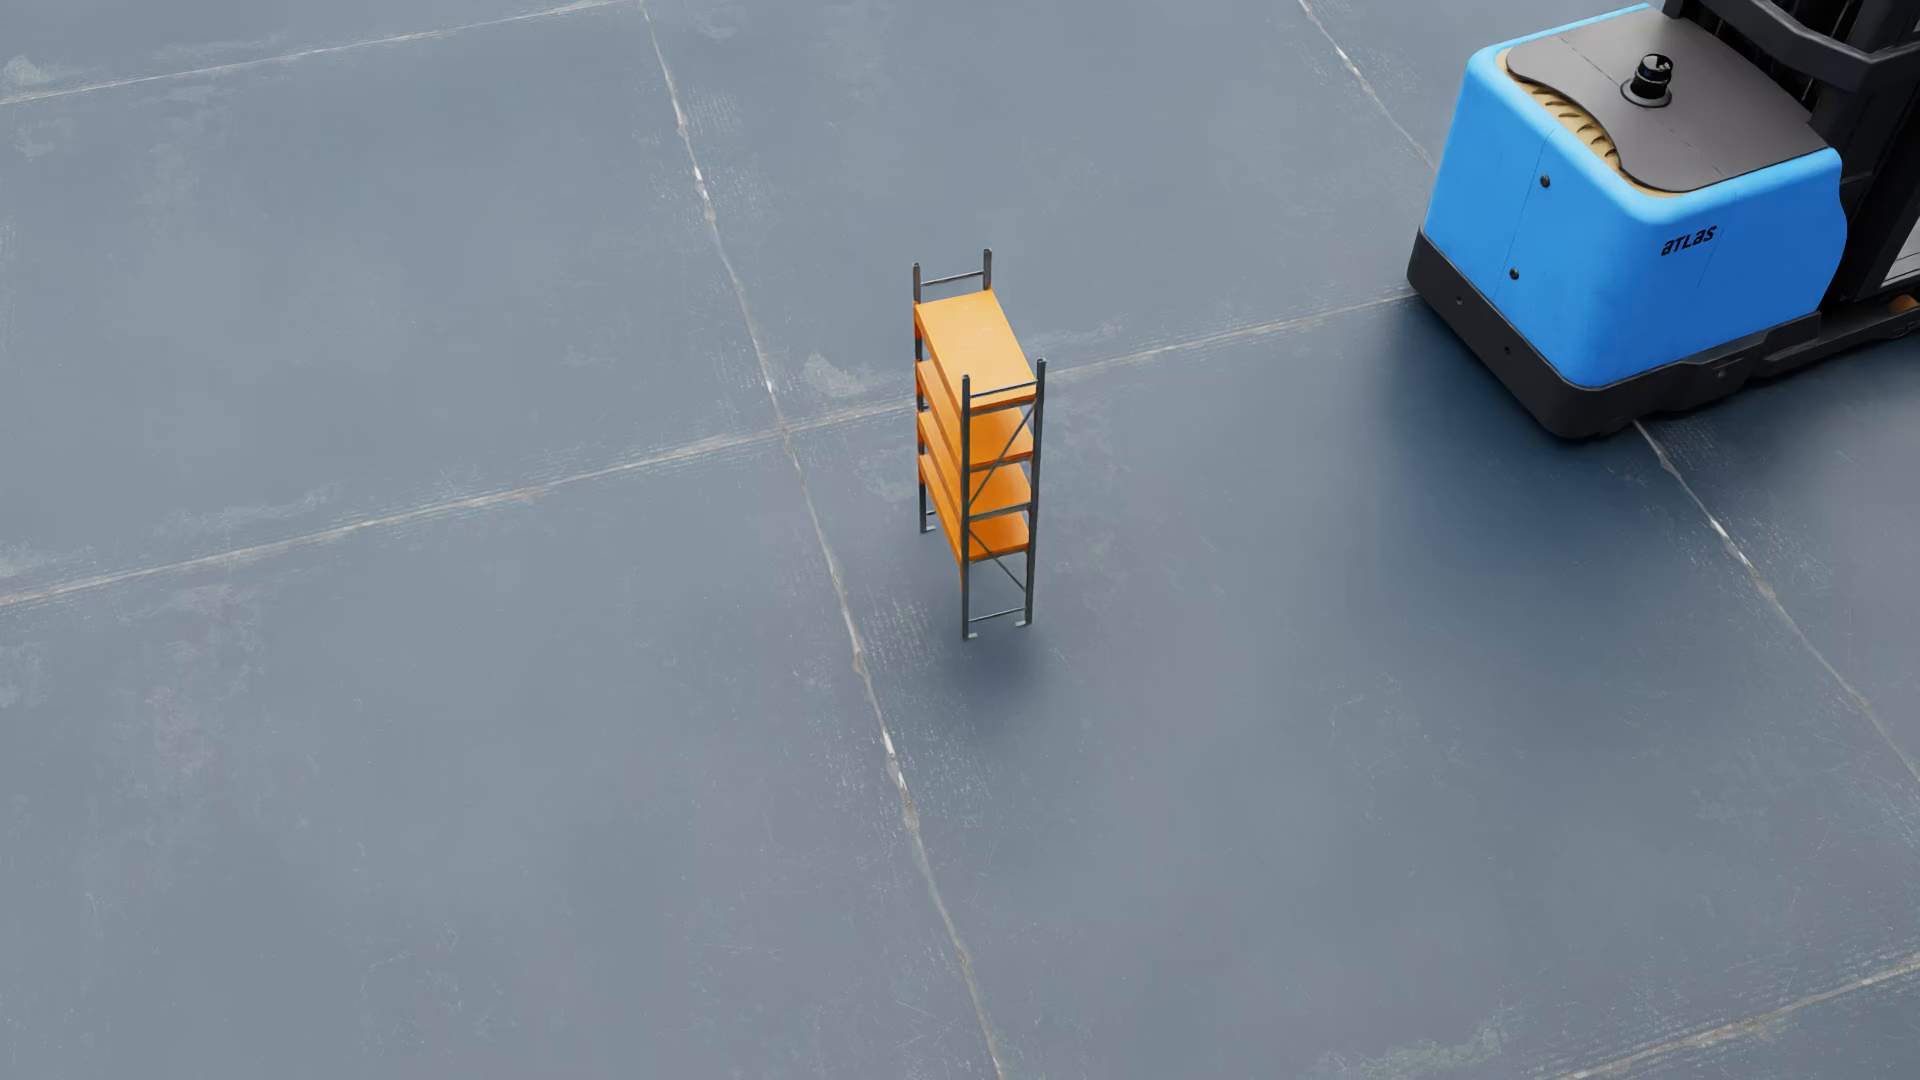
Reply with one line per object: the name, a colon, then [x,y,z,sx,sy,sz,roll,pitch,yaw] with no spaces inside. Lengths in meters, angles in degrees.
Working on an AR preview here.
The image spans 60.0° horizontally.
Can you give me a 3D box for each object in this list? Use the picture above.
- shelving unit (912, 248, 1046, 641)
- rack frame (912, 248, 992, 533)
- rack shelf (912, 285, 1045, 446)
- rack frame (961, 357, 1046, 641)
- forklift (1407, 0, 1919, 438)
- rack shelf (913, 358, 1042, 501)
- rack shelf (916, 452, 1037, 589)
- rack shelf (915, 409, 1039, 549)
shelving unit: [0.049,-0.266,5.189,0.258,1.200,0.503,-13,51,-11]
rack frame: [-0.023,-0.444,5.340,0.240,1.200,0.015,-13,51,-11]
rack shelf: [0.049,-0.519,4.889,0.258,0.148,0.480,-13,51,-11]
rack frame: [0.121,-0.088,5.039,0.240,1.200,0.015,-13,51,-11]
forklift: [3.316,-2.074,5.581,3.031,2.935,1.130,-19,52,-15]
rack shelf: [0.049,-0.367,5.070,0.258,0.148,0.480,-13,51,-11]
rack shelf: [0.049,-0.094,5.393,0.258,0.148,0.480,-13,51,-11]
rack shelf: [0.049,-0.222,5.241,0.258,0.148,0.480,-13,51,-11]
